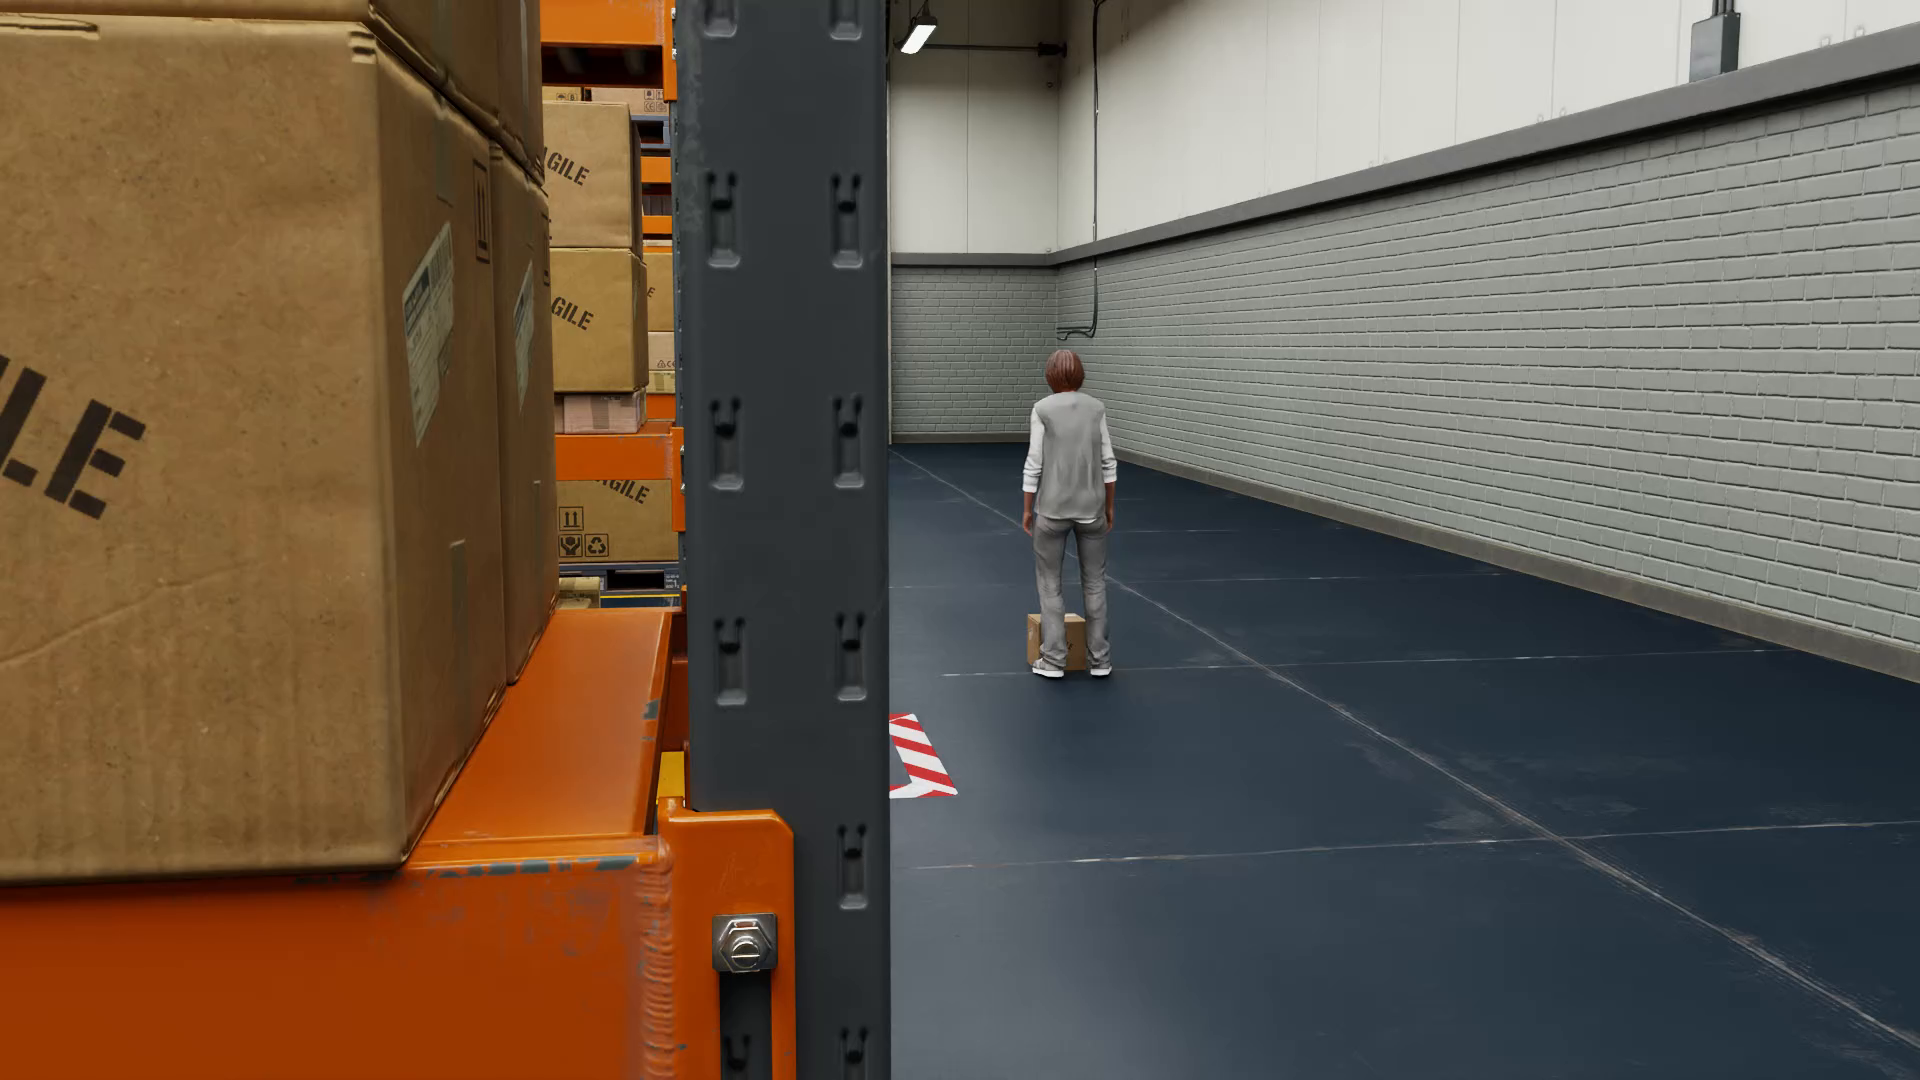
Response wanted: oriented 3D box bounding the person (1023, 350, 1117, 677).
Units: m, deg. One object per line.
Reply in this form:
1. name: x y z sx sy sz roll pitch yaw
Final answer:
1. person: 0.534 -0.124 8.084 0.471 1.593 0.350 -1 7 -10
